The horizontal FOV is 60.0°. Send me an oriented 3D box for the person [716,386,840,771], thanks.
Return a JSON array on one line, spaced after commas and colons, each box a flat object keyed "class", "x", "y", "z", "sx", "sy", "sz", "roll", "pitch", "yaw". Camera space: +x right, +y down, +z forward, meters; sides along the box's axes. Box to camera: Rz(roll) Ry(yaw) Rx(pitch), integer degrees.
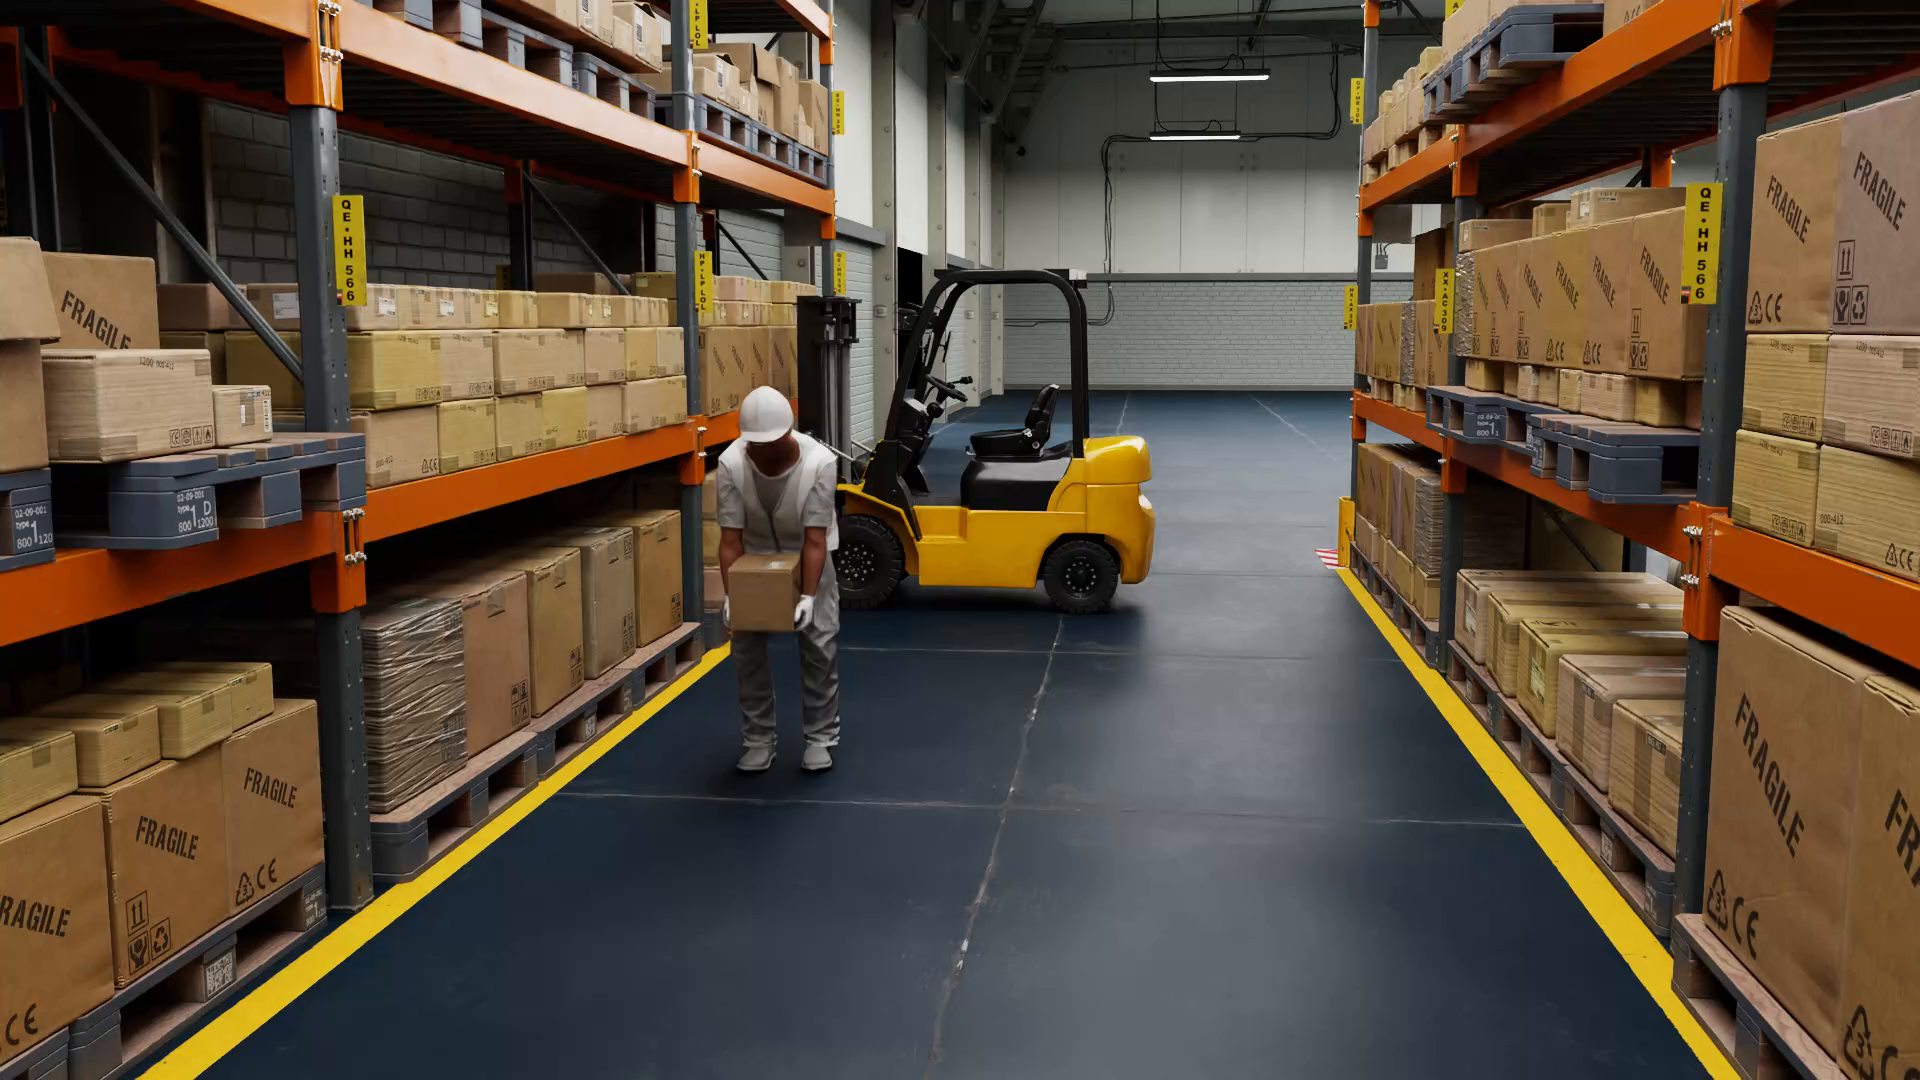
[{"class": "person", "x": -0.723, "y": 0.166, "z": 6.698, "sx": 0.481, "sy": 1.585, "sz": 0.786, "roll": 1, "pitch": 8, "yaw": 5}]
